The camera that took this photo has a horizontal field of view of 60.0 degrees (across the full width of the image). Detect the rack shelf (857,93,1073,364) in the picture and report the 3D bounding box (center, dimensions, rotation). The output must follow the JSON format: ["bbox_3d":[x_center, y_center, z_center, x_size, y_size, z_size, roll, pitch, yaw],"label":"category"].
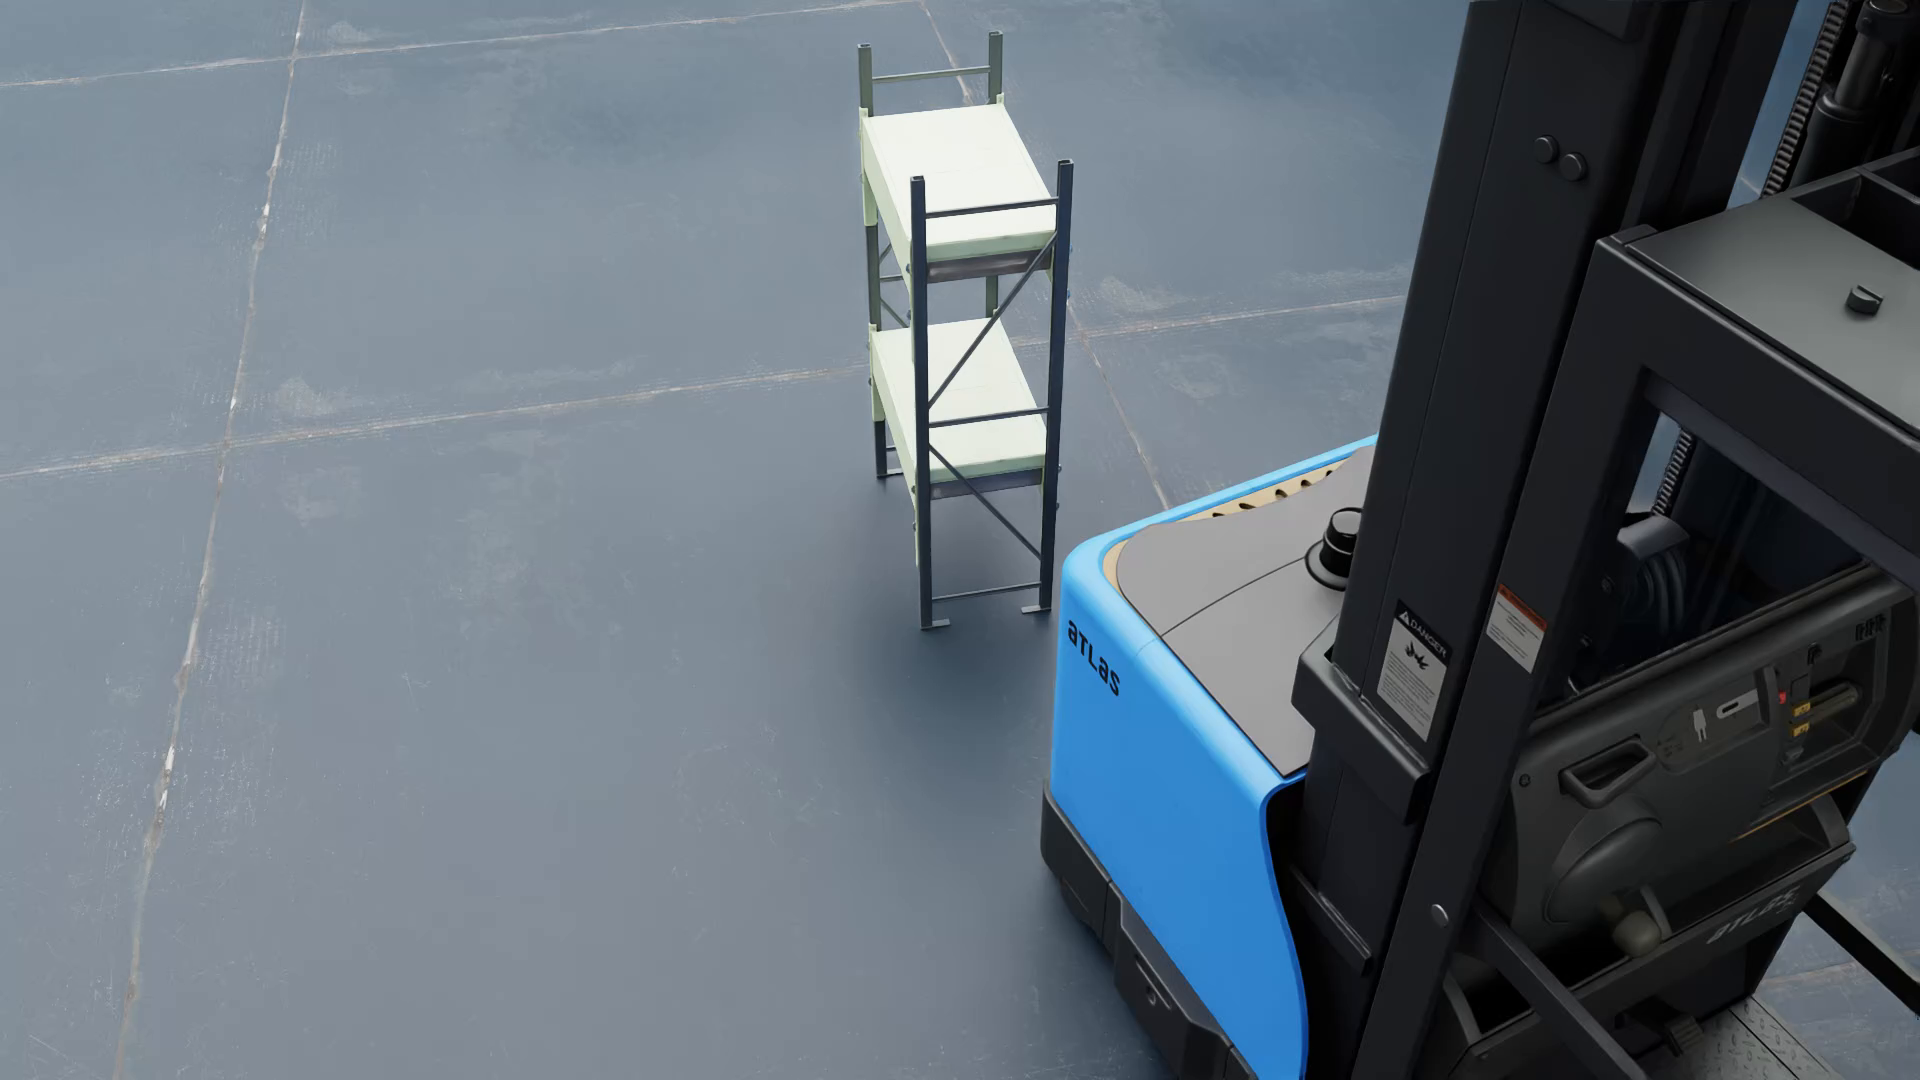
[{"bbox_3d":[-0.001,-0.857,4.498,0.431,0.370,0.720,-8,42,-9],"label":"rack shelf"}]

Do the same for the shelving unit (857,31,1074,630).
[{"bbox_3d":[-0.001,-0.565,4.757,0.431,1.500,0.755,-8,42,-9],"label":"shelving unit"}]

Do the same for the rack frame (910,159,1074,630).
[{"bbox_3d":[0.078,-0.328,4.490,0.400,1.500,0.023,-8,42,-9],"label":"rack frame"}]

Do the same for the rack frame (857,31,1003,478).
[{"bbox_3d":[-0.080,-0.802,5.024,0.400,1.500,0.023,-8,42,-9],"label":"rack frame"}]

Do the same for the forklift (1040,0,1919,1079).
[{"bbox_3d":[1.343,0.438,2.549,1.130,2.935,3.031,-19,45,-21],"label":"forklift"}]

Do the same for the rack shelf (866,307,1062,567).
[{"bbox_3d":[-0.001,-0.321,4.973,0.431,0.370,0.720,-8,42,-9],"label":"rack shelf"}]
